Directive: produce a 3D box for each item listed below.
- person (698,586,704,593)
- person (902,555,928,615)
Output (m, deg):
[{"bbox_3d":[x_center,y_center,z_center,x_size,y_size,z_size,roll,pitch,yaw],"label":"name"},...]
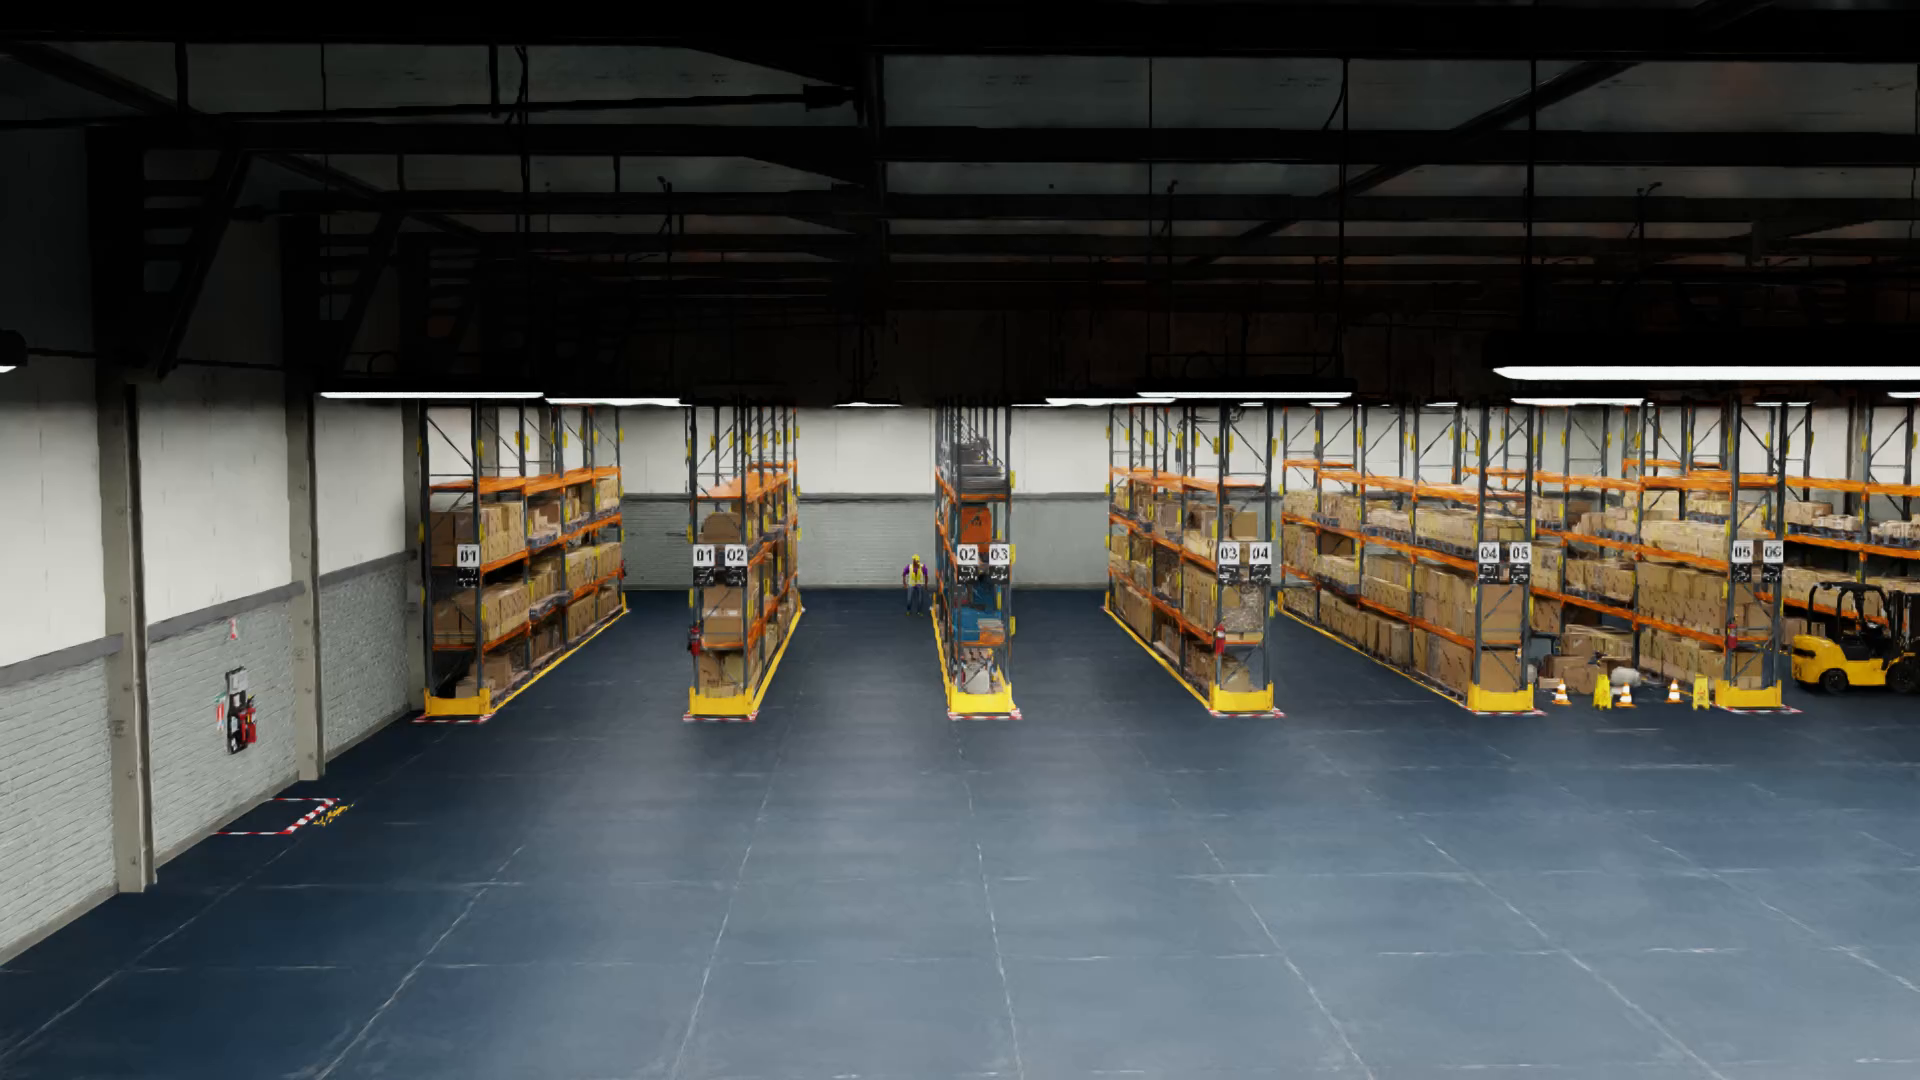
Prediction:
[{"bbox_3d":[-7.990,0.758,51.666,0.463,1.780,0.701,2,5,24],"label":"person"},{"bbox_3d":[-1.236,1.249,46.099,0.719,1.714,0.578,0,5,-3],"label":"person"}]
